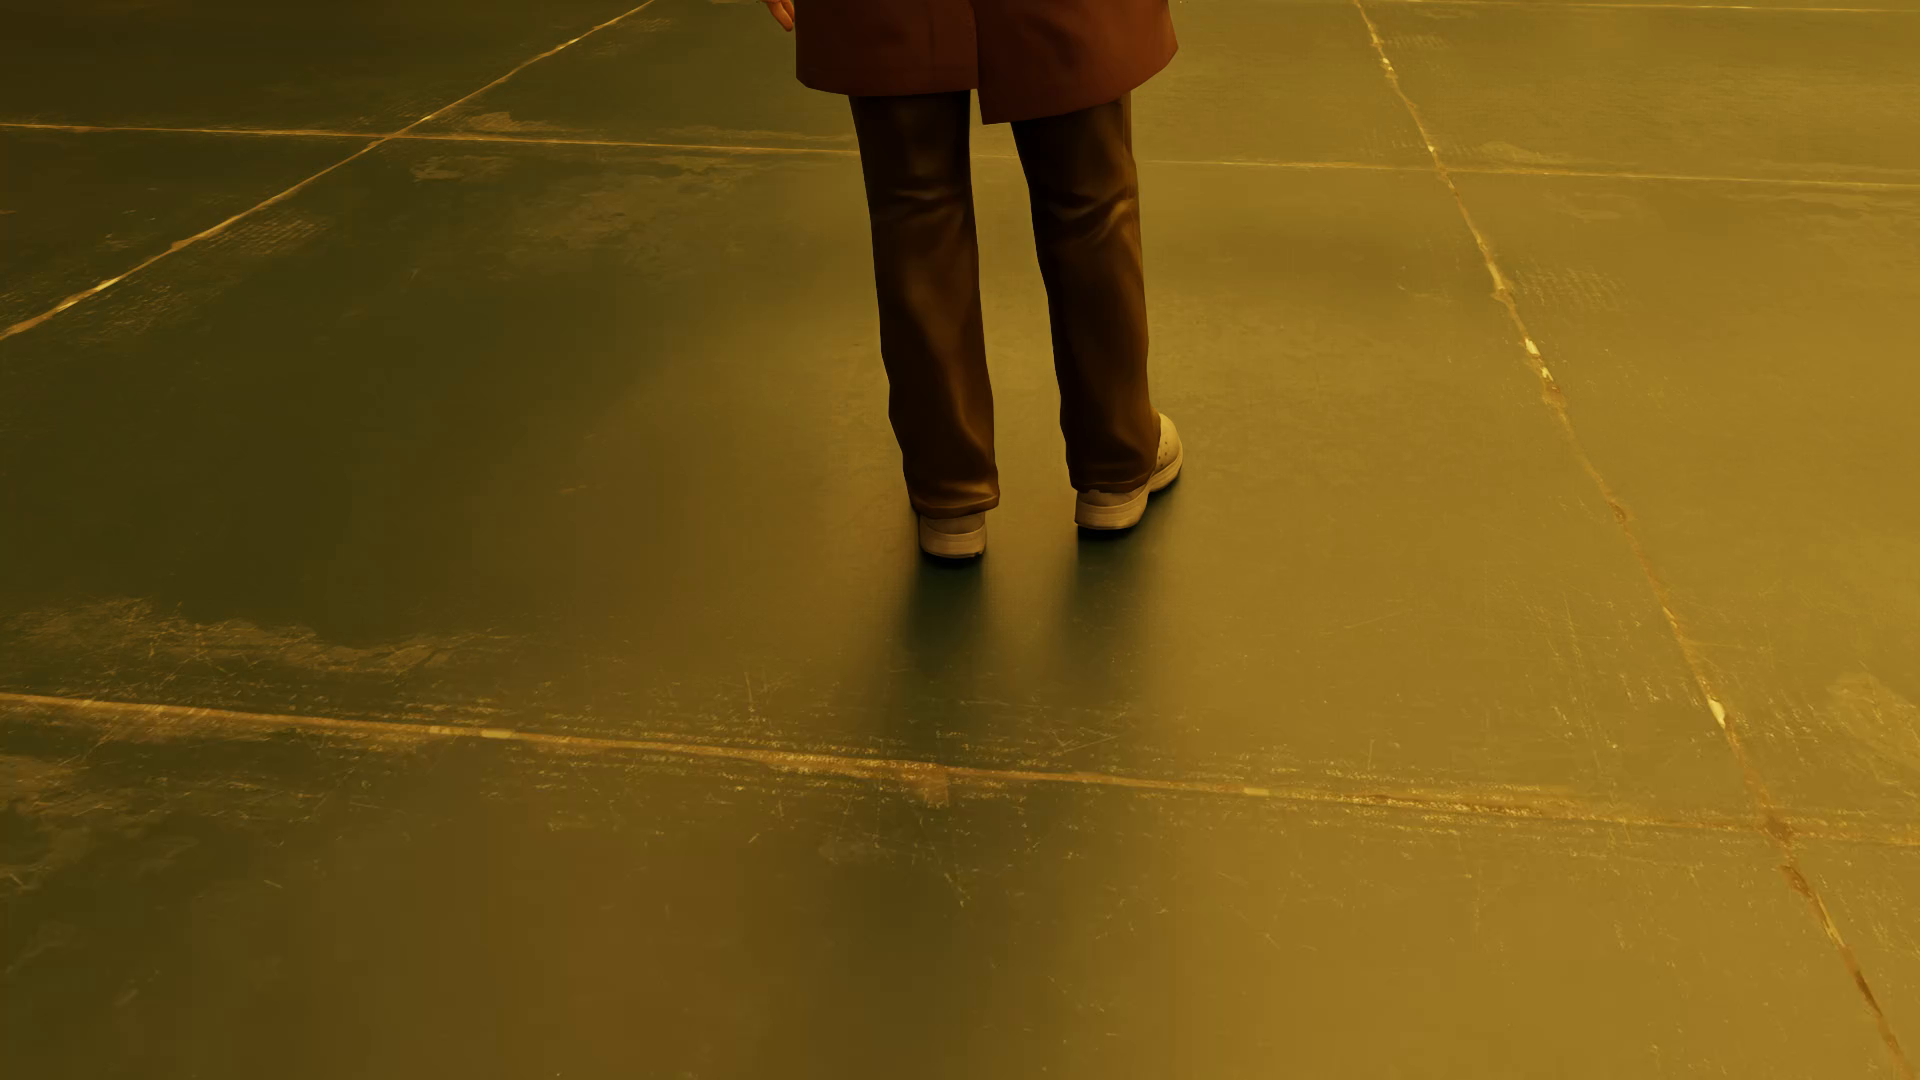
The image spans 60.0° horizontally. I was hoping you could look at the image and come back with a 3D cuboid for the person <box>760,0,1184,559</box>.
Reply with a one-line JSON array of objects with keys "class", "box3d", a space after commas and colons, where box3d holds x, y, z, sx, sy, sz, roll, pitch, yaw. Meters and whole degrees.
[{"class": "person", "box3d": [0.017, -0.842, 2.180, 0.696, 1.776, 0.582, 3, 27, 7]}]
